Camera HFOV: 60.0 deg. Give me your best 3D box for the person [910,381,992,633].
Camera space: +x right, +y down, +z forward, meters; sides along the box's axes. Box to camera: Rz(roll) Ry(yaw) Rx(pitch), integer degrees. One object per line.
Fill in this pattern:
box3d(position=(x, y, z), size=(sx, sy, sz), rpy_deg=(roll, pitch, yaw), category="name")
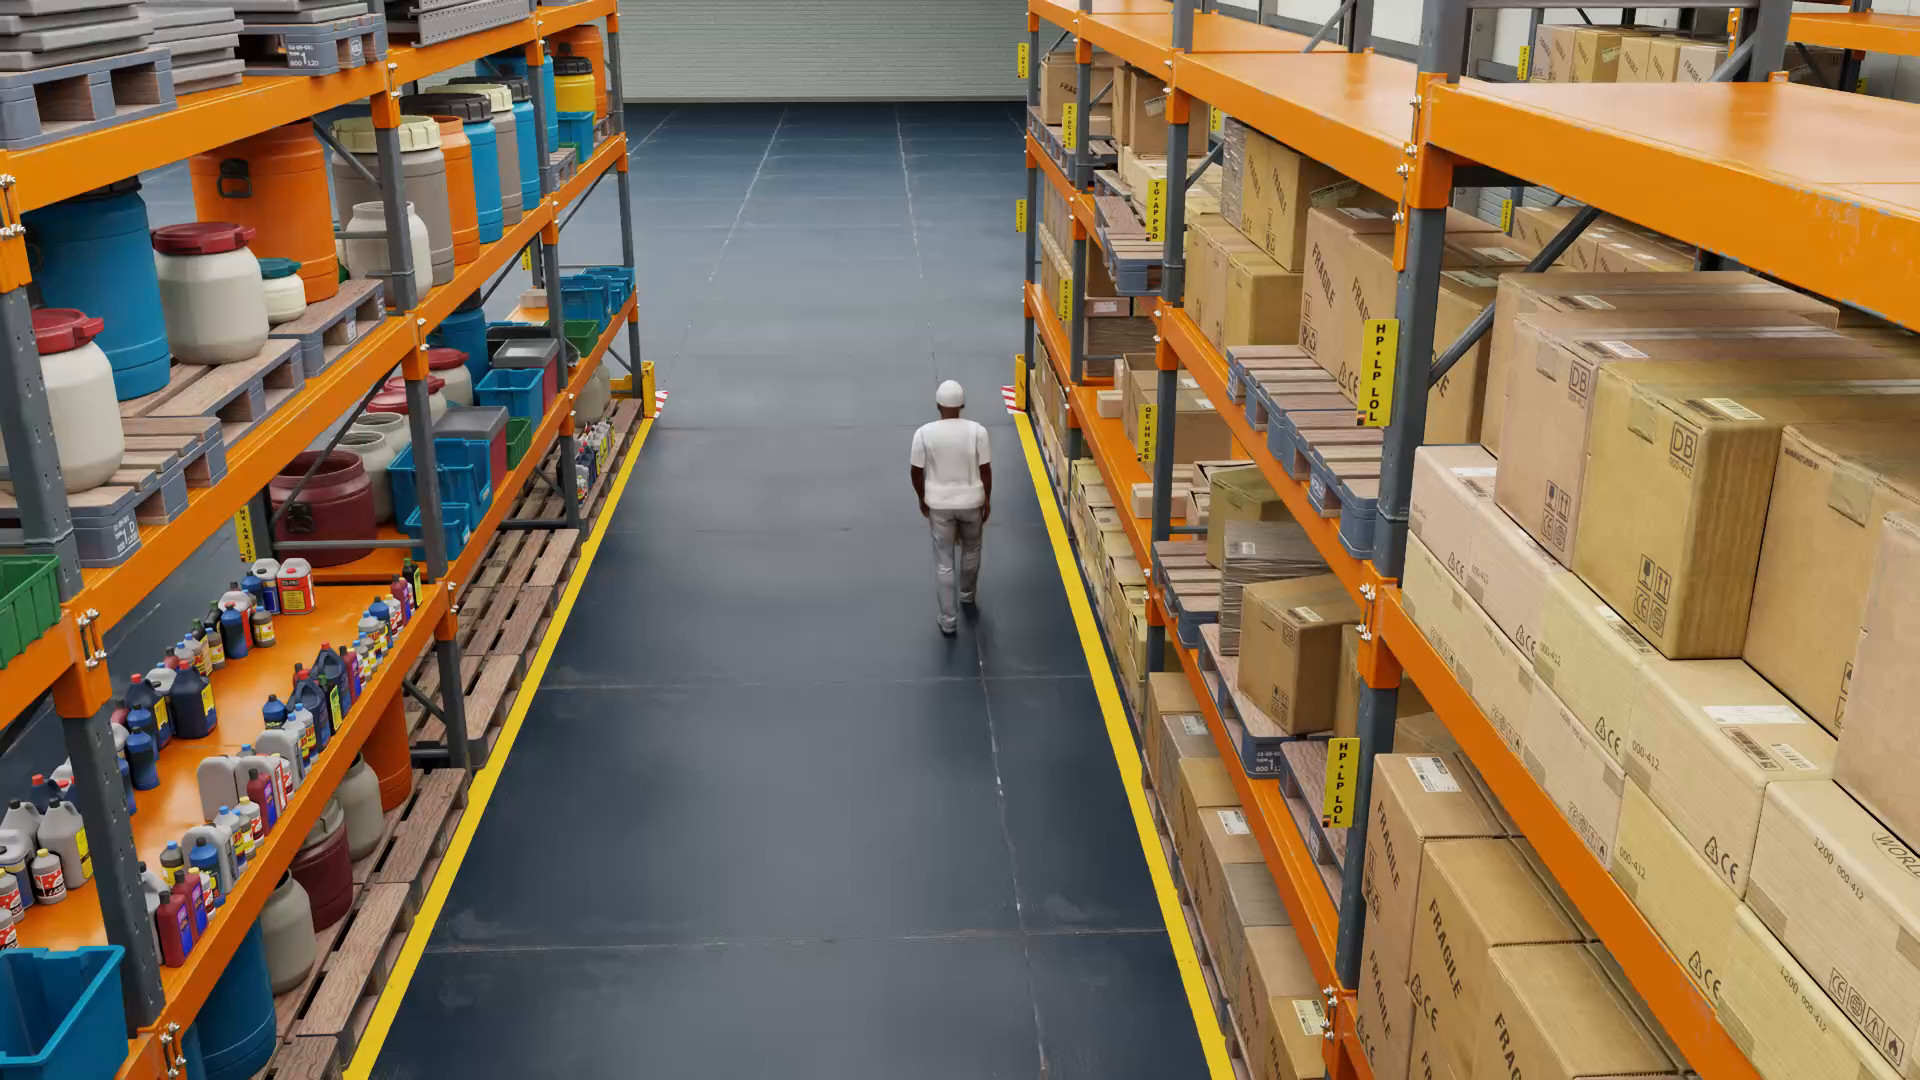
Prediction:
box3d(position=(-0.069, -0.294, 11.813), size=(0.572, 1.741, 0.834), rpy_deg=(-1, 20, -3), category="person")
